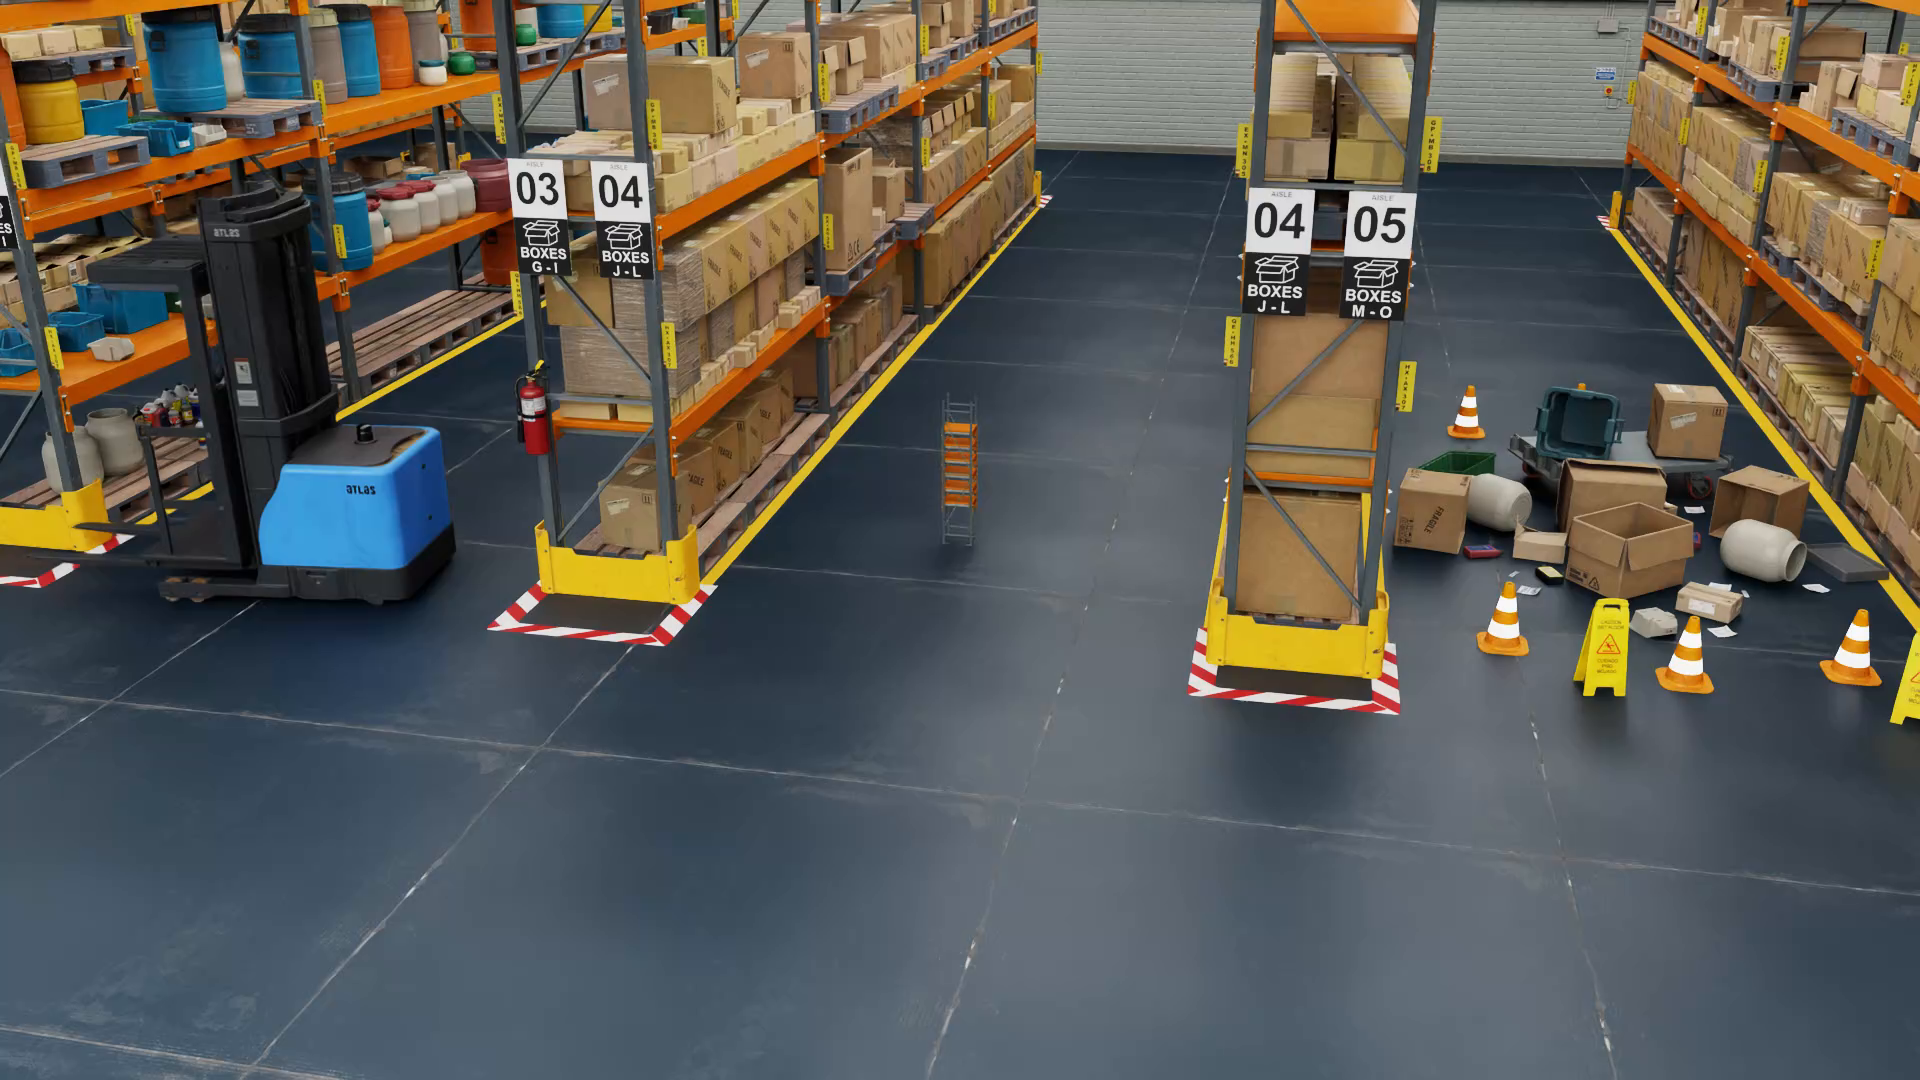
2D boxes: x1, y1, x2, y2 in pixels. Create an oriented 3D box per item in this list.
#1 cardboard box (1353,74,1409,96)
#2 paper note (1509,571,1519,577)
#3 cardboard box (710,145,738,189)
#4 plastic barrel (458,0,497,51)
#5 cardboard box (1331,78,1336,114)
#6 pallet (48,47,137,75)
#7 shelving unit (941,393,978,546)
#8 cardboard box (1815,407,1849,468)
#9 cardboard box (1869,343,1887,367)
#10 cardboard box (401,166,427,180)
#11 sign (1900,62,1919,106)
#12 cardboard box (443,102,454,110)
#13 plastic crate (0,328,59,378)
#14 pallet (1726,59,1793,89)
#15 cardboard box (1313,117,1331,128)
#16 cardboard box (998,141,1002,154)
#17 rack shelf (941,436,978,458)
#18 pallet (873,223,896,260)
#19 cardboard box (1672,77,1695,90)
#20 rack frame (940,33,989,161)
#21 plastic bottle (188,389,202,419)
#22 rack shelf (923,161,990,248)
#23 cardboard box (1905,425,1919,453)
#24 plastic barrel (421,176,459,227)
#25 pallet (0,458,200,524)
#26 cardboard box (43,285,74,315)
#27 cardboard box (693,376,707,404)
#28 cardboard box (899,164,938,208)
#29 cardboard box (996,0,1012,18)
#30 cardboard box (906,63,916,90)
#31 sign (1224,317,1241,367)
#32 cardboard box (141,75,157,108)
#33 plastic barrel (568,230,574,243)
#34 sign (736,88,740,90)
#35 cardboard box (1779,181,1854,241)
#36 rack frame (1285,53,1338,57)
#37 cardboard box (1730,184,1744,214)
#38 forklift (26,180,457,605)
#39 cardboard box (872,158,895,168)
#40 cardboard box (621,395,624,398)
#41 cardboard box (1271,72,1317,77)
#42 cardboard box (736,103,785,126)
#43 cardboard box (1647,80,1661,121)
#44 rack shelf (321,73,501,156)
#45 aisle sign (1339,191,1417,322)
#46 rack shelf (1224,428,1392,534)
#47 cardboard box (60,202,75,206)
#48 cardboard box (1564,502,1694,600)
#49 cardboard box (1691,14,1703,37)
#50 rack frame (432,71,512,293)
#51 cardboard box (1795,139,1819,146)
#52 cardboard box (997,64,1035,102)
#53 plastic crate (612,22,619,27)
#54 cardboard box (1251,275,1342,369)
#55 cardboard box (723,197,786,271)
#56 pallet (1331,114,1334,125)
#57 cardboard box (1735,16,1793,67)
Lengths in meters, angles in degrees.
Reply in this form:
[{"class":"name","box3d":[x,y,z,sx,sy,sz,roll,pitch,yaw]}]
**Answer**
[{"class":"cardboard box","box3d":[3.072,-3.306,12.136,0.380,0.149,0.250,4,22,10]},{"class":"paper note","box3d":[4.239,0.260,12.725,0.032,0.001,0.123,18,28,38]},{"class":"cardboard box","box3d":[-2.002,-2.840,12.607,0.500,0.250,0.500,4,22,11]},{"class":"plastic barrel","box3d":[-5.656,-6.288,19.830,0.600,0.830,0.708,4,22,11]},{"class":"cardboard box","box3d":[3.081,-3.873,14.476,0.500,0.250,0.500,5,22,11]},{"class":"pallet","box3d":[-10.674,-5.723,19.817,1.213,0.211,1.003,6,23,13]},{"class":"shelving unit","box3d":[-0.003,-0.551,13.147,0.258,1.200,0.189,4,22,11]},{"class":"cardboard box","box3d":[8.064,-0.867,14.478,0.950,0.372,0.625,5,22,12]},{"class":"cardboard box","box3d":[7.581,-1.492,13.410,0.380,0.149,0.250,4,22,11]},{"class":"cardboard box","box3d":[-9.083,-5.966,27.274,0.500,0.250,0.500,4,22,11]},{"class":"sign","box3d":[7.416,-3.554,12.960,0.100,0.325,0.005,4,22,11]},{"class":"cardboard box","box3d":[-8.815,-7.462,27.763,0.500,0.500,0.500,5,23,13]},{"class":"plastic crate","box3d":[-7.598,-1.506,13.308,0.499,0.251,0.616,4,22,11]},{"class":"pallet","box3d":[9.081,-5.115,18.306,1.003,0.211,1.213,6,23,13]},{"class":"cardboard box","box3d":[2.206,-2.661,11.068,0.500,0.250,0.500,5,22,11]},{"class":"cardboard box","box3d":[0.383,-5.539,23.459,0.380,0.149,0.250,5,23,13]},{"class":"rack shelf","box3d":[-0.003,-0.733,13.074,0.258,0.103,0.180,4,22,11]},{"class":"pallet","box3d":[-1.289,-3.102,17.327,1.003,0.211,1.213,4,22,11]},{"class":"cardboard box","box3d":[9.666,-6.036,22.015,0.380,0.149,0.250,4,22,10]},{"class":"rack frame","box3d":[-0.109,-5.381,22.729,1.000,3.000,0.127,4,22,11]},{"class":"plastic bottle","box3d":[-7.137,-1.283,15.611,0.152,0.276,0.135,4,22,11]},{"class":"rack shelf","box3d":[-0.517,-4.315,21.047,1.077,0.370,4.000,4,22,11]},{"class":"cardboard box","box3d":[7.336,-0.744,12.463,0.380,0.149,0.250,6,23,14]},{"class":"plastic barrel","box3d":[-5.861,-3.801,18.656,0.421,0.512,0.421,0,22,0]},{"class":"pallet","box3d":[-7.266,-0.404,14.105,1.003,0.211,1.213,4,22,11]},{"class":"cardboard box","box3d":[-10.801,-2.822,19.494,0.500,0.250,0.500,5,22,12]},{"class":"cardboard box","box3d":[-2.131,-1.142,12.540,0.380,0.149,0.250,4,22,11]},{"class":"cardboard box","box3d":[-0.560,-4.121,19.468,0.500,0.500,0.500,5,22,12]},{"class":"cardboard box","box3d":[0.351,-7.727,23.710,0.700,0.500,0.500,5,23,13]},{"class":"cardboard box","box3d":[-0.782,-5.047,18.086,0.500,0.250,0.500,5,22,11]},{"class":"sign","box3d":[1.749,-1.270,10.656,0.100,0.325,0.005,4,22,11]},{"class":"cardboard box","box3d":[-14.072,-7.661,27.990,0.980,0.700,0.700,4,22,10]},{"class":"plastic barrel","box3d":[-5.433,-4.143,22.423,0.421,0.512,0.421,0,22,0]},{"class":"sign","box3d":[-3.600,-7.261,27.179,0.100,0.325,0.005,4,22,11]},{"class":"cardboard box","box3d":[8.358,-3.203,16.229,0.500,0.500,0.500,6,23,14]},{"class":"rack frame","box3d":[3.909,-6.285,16.945,1.000,3.000,0.127,4,22,11]},{"class":"cardboard box","box3d":[8.727,-3.709,18.109,0.500,0.250,0.500,4,22,10]},{"class":"forklift","box3d":[-5.478,-1.100,12.191,3.031,2.935,1.130,2,22,5]},{"class":"cardboard box","box3d":[-0.997,-3.958,18.501,0.500,0.500,0.500,2,22,4]},{"class":"cardboard box","box3d":[-2.650,-1.087,12.403,0.380,0.149,0.250,4,22,11]},{"class":"cardboard box","box3d":[2.428,-3.353,12.252,0.380,0.149,0.250,4,22,11]},{"class":"cardboard box","box3d":[-1.667,-3.529,13.782,0.380,0.149,0.250,4,22,9]},{"class":"cardboard box","box3d":[9.836,-6.066,22.958,0.500,0.500,0.500,4,22,11]},{"class":"rack shelf","box3d":[-6.182,-4.622,17.792,1.077,0.370,4.000,4,22,11]},{"class":"aisle sign","box3d":[2.556,-1.734,10.194,0.394,0.787,0.004,4,22,11]},{"class":"rack shelf","box3d":[2.685,-0.975,12.752,1.077,0.370,4.000,4,22,11]},{"class":"cardboard box","box3d":[-10.828,-4.087,19.853,0.380,0.149,0.250,6,23,15]},{"class":"cardboard box","box3d":[5.024,0.086,12.497,0.797,0.503,0.637,-11,25,-26]},{"class":"cardboard box","box3d":[9.409,-6.453,20.861,0.396,0.266,0.258,5,23,13]},{"class":"rack frame","box3d":[-5.774,-4.295,20.034,1.000,3.000,0.127,4,22,11]},{"class":"cardboard box","box3d":[9.208,-4.016,17.869,0.500,0.500,0.500,5,22,11]},{"class":"cardboard box","box3d":[0.865,-7.062,25.701,0.500,0.500,0.500,5,22,12]},{"class":"plastic crate","box3d":[-5.168,-7.229,23.587,0.450,0.188,0.662,4,22,11]},{"class":"cardboard box","box3d":[2.413,-1.488,11.418,0.875,0.550,0.550,4,22,11]},{"class":"cardboard box","box3d":[-1.768,-2.552,13.834,0.500,0.500,0.500,4,22,11]},{"class":"pallet","box3d":[3.232,-3.681,14.751,0.805,0.209,1.217,4,22,9]},{"class":"cardboard box","box3d":[8.852,-5.462,18.218,0.500,0.500,0.500,5,22,11]}]
